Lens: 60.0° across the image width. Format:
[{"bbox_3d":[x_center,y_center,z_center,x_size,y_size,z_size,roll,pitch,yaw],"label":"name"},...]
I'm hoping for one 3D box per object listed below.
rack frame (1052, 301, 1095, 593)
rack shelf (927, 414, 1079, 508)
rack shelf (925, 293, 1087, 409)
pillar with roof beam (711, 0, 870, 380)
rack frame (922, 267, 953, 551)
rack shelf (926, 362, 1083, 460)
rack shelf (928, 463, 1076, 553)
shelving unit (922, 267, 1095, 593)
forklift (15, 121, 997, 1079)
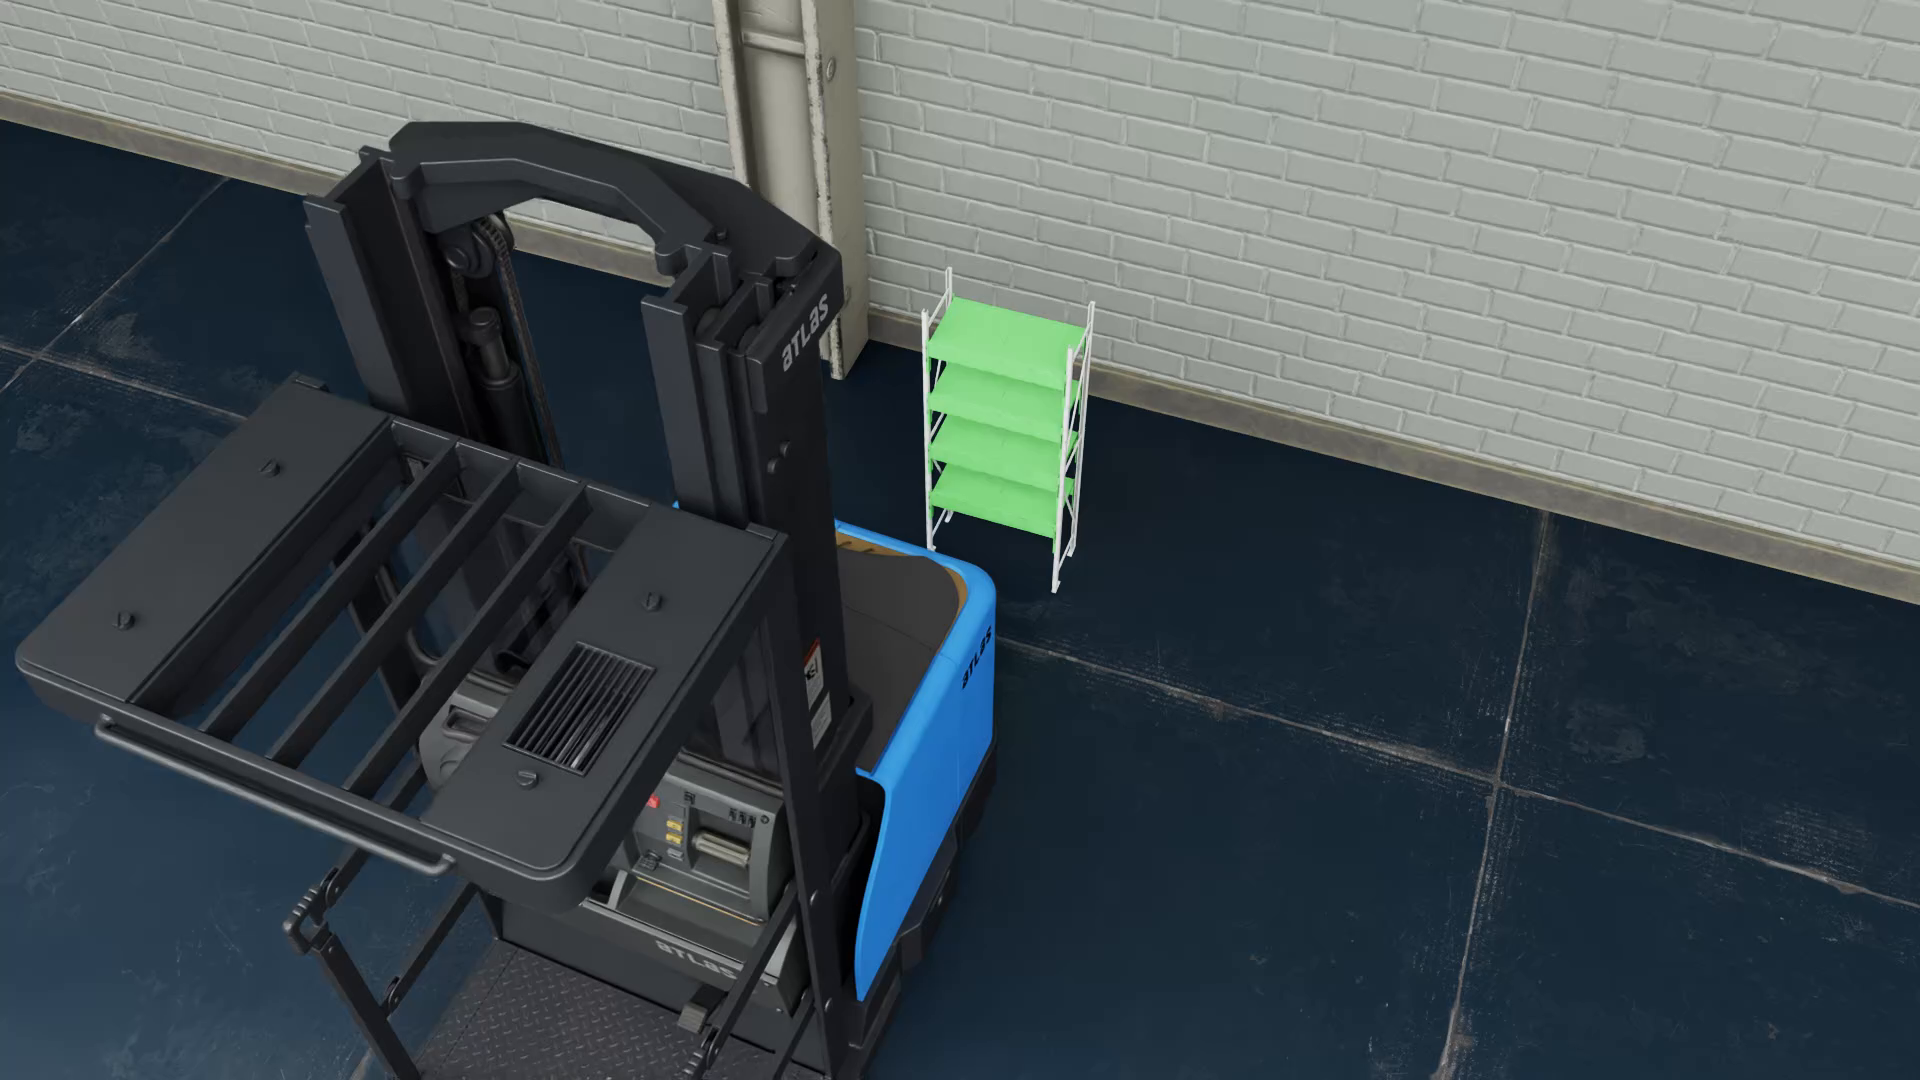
[{"bbox_3d":[0.384,-0.286,5.704,0.015,1.200,0.240,16,51,13],"label":"rack frame"},{"bbox_3d":[0.155,-0.308,5.807,0.480,0.148,0.258,16,51,13],"label":"rack shelf"},{"bbox_3d":[0.155,-0.622,5.445,0.480,0.148,0.258,16,51,13],"label":"rack shelf"},{"bbox_3d":[-2.104,-0.710,0.910,0.400,9.000,9.100,16,51,13],"label":"pillar with roof beam"},{"bbox_3d":[-0.074,-0.414,5.814,0.015,1.200,0.240,16,51,13],"label":"rack frame"},{"bbox_3d":[0.155,-0.465,5.626,0.480,0.148,0.258,16,51,13],"label":"rack shelf"},{"bbox_3d":[0.155,-0.151,5.989,0.480,0.148,0.258,16,51,13],"label":"rack shelf"},{"bbox_3d":[0.155,-0.350,5.759,0.503,1.200,0.258,16,51,13],"label":"shelving unit"},{"bbox_3d":[-0.924,0.715,3.690,1.130,2.935,3.031,18,51,15],"label":"forklift"}]
